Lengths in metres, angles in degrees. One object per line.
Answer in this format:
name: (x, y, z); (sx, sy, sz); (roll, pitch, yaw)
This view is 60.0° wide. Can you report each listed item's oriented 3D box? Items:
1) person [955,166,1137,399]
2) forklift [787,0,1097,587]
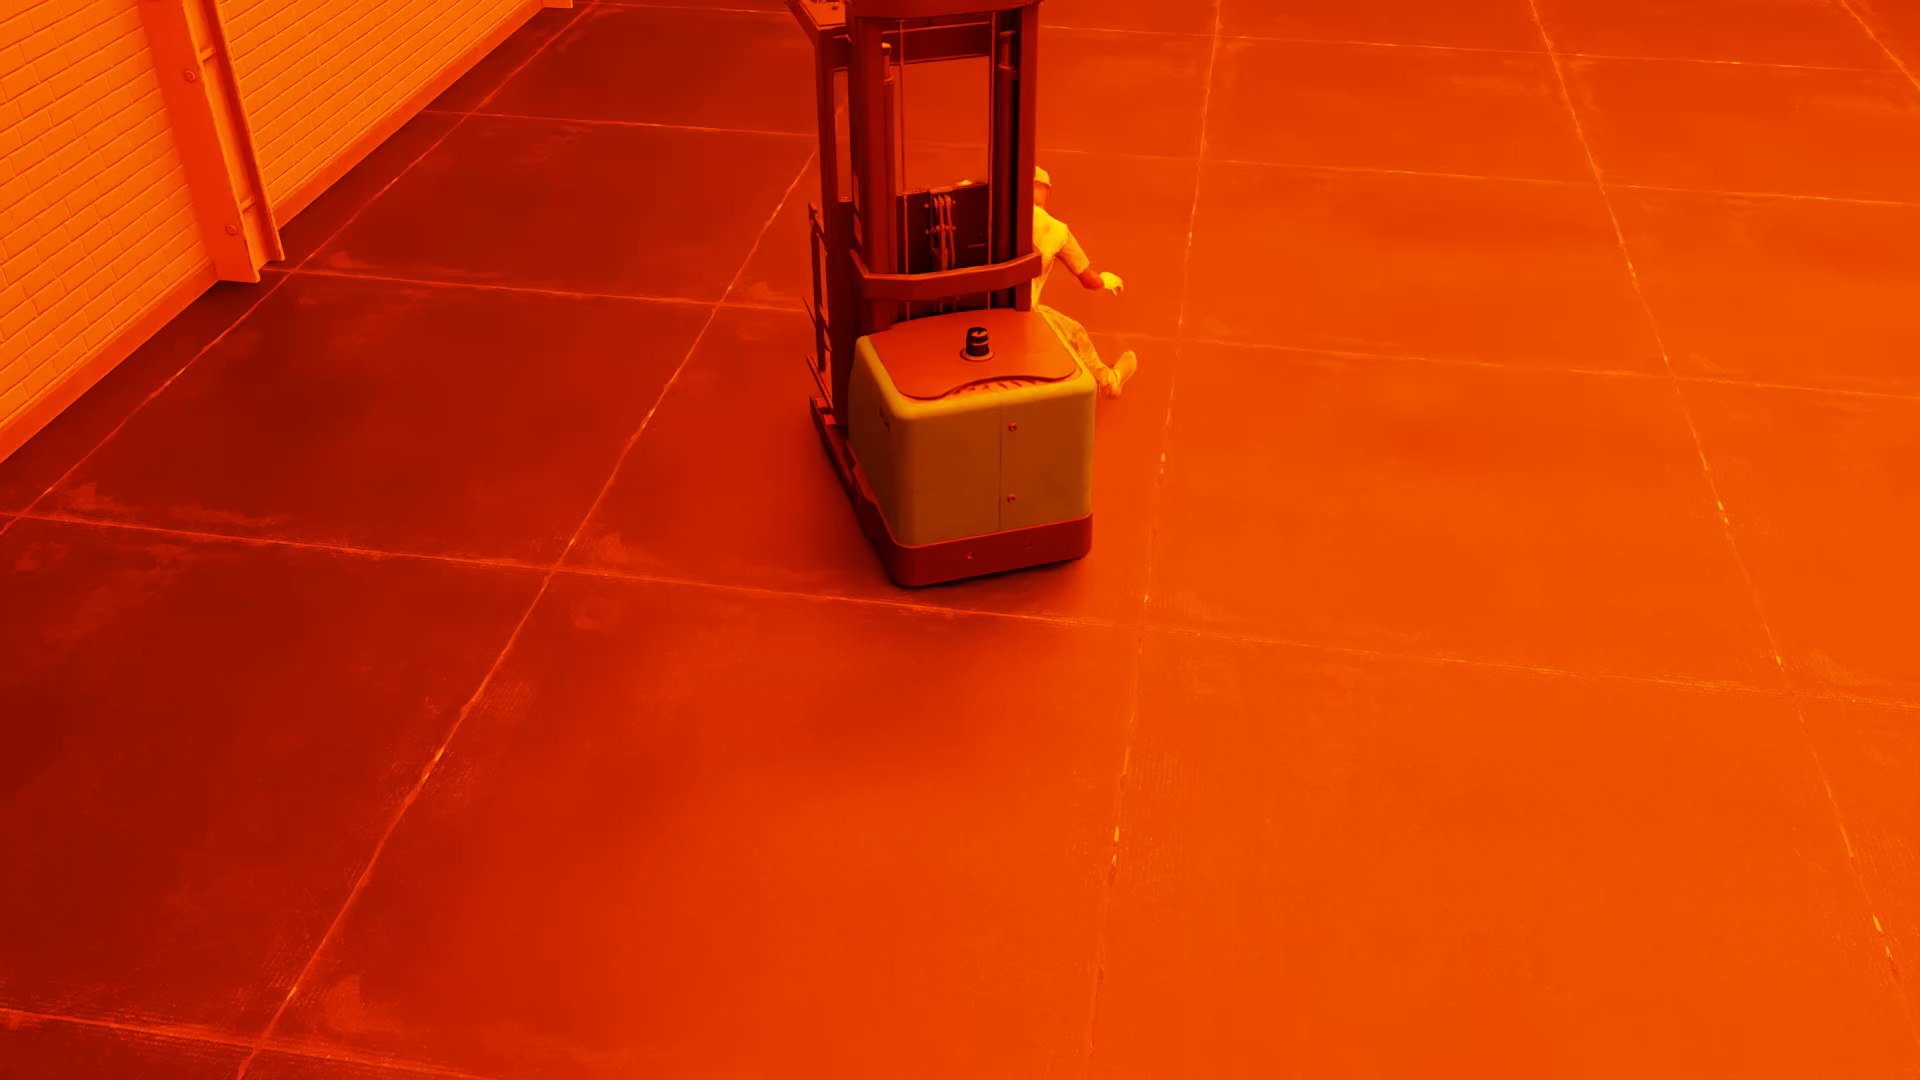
person: (0.297, -1.436, 9.502); (1.276, 1.412, 0.886); (19, 39, 25)
forklift: (-0.236, -1.813, 8.748); (1.130, 2.935, 3.031); (-10, 36, -14)
